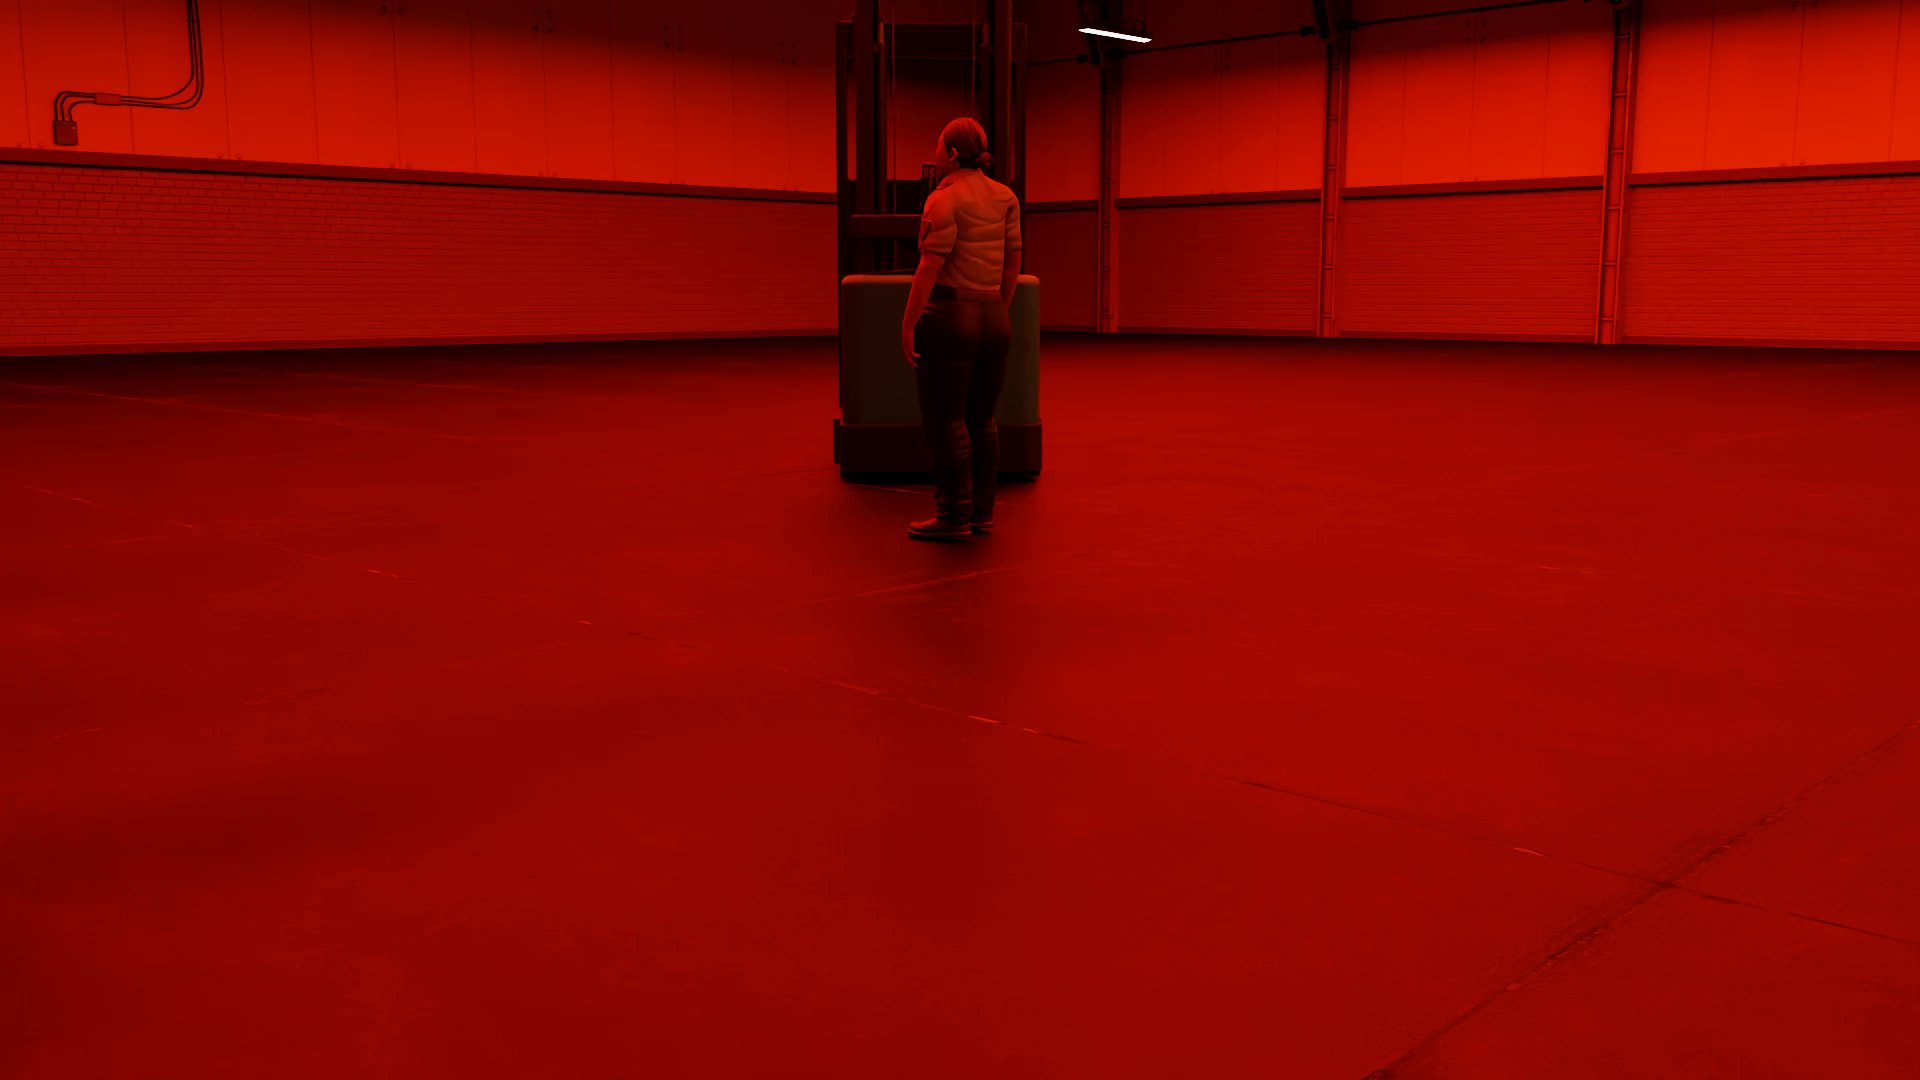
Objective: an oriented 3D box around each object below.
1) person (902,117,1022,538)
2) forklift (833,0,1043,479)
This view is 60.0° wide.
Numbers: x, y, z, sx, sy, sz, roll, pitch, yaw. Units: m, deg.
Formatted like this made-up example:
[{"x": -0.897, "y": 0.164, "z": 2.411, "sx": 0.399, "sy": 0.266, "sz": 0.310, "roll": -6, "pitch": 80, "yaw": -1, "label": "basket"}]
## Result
[{"x": -0.049, "y": -0.834, "z": 6.671, "sx": 0.503, "sy": 1.650, "sz": 0.599, "roll": 8, "pitch": 12, "yaw": 43, "label": "person"}, {"x": -0.182, "y": -1.953, "z": 9.845, "sx": 1.130, "sy": 2.935, "sz": 3.031, "roll": -1, "pitch": 9, "yaw": -4, "label": "forklift"}]
